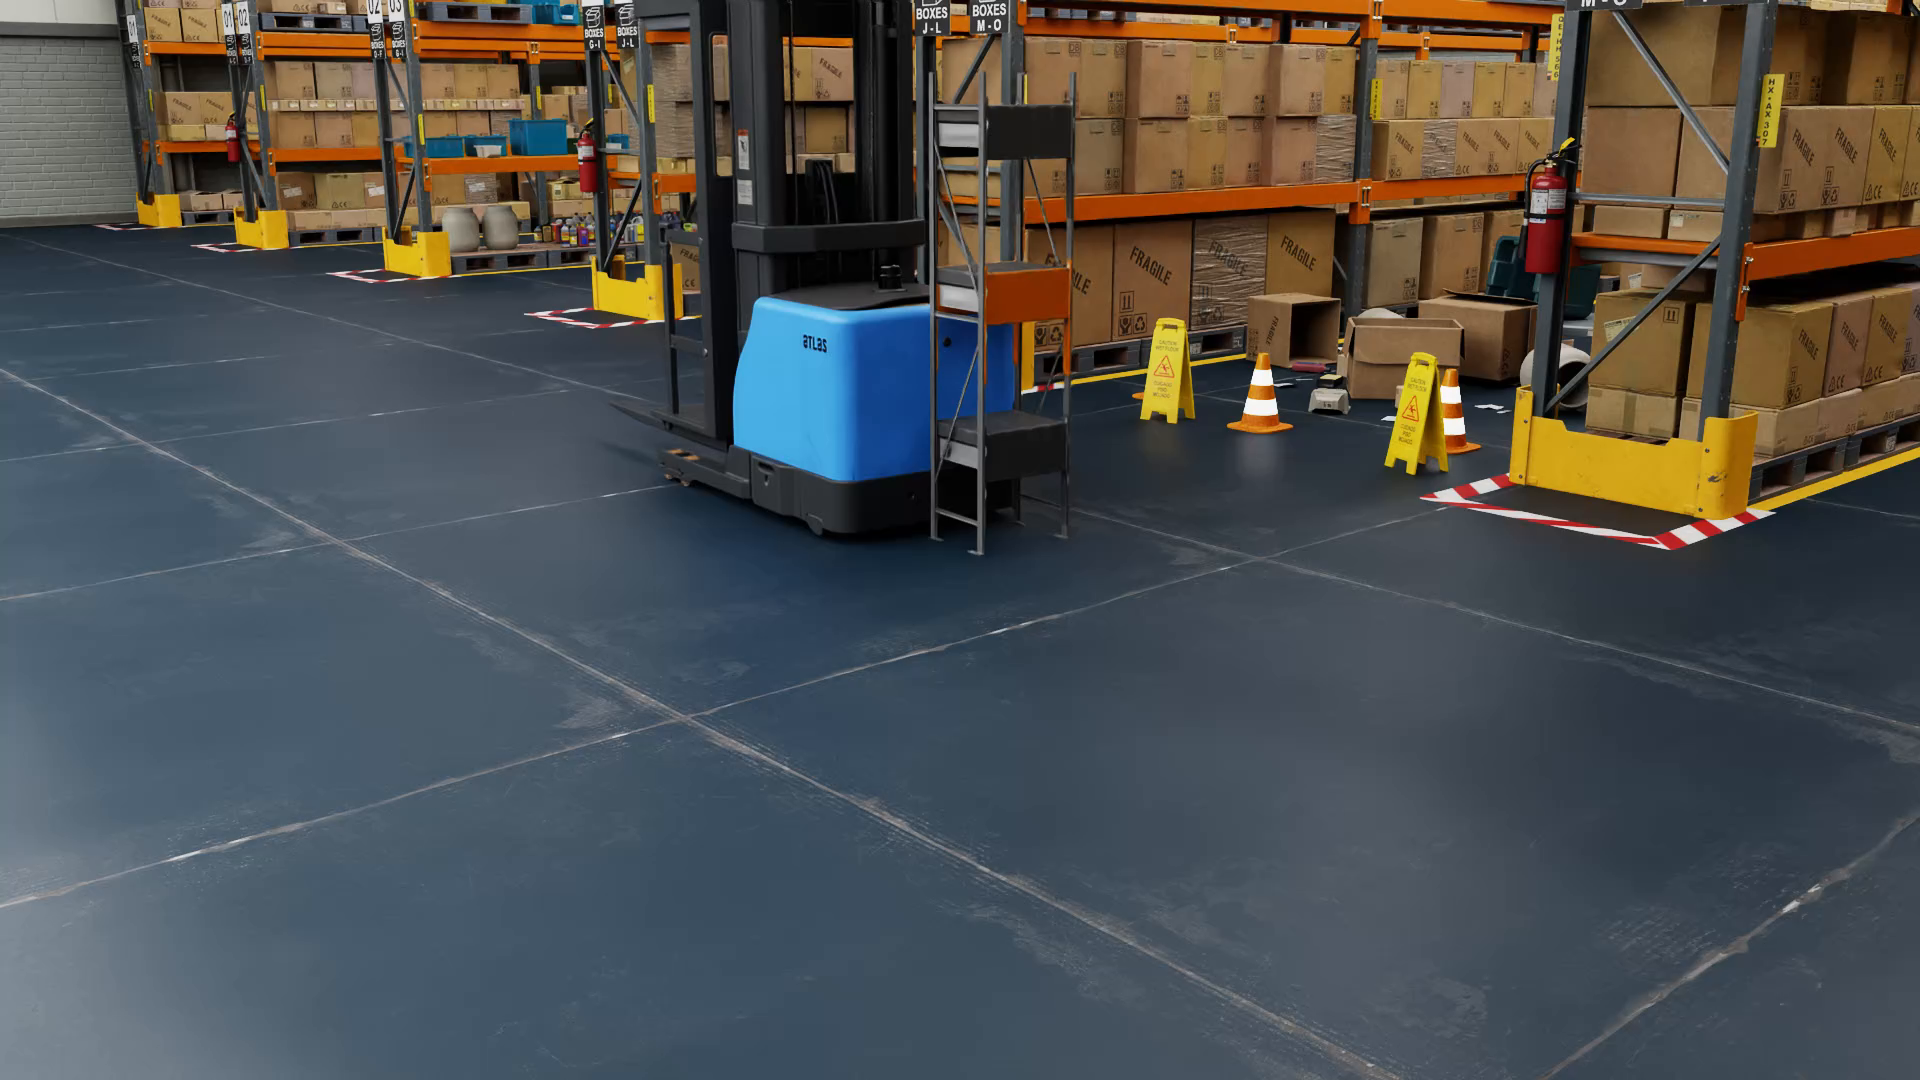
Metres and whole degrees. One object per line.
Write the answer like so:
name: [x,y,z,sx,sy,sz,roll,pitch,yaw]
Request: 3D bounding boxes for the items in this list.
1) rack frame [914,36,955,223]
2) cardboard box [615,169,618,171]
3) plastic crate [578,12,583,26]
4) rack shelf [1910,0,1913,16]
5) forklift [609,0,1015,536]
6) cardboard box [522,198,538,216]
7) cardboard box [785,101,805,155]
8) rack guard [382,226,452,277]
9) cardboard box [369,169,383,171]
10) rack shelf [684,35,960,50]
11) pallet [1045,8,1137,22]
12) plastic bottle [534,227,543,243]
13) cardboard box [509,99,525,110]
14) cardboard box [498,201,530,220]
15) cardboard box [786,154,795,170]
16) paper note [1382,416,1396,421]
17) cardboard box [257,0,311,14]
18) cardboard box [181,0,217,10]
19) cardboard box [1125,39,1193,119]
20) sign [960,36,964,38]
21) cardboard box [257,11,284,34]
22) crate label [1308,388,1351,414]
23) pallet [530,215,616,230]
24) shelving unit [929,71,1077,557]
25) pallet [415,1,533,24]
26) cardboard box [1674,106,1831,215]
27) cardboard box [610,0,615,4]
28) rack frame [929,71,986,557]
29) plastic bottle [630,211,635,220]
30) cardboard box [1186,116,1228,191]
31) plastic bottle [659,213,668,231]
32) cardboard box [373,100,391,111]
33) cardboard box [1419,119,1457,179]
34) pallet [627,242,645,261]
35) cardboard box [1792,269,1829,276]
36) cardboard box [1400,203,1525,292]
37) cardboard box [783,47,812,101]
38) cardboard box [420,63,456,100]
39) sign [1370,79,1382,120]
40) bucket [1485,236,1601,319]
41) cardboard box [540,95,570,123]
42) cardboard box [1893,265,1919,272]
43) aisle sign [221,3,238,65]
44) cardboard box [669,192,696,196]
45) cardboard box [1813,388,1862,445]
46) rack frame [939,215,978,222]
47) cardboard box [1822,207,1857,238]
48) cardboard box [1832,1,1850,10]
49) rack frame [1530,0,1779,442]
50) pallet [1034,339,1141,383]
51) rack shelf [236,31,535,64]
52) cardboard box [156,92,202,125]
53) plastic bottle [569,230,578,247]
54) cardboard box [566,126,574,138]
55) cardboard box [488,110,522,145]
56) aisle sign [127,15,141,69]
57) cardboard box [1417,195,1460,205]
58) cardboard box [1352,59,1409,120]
rack frame: [-0.342,-5.918,24.092,0.127,3.000,1.000,-13,19,-39]
cardboard box: [-6.204,-7.110,31.906,0.750,0.750,0.750,-13,20,-40]
plastic crate: [-4.728,-6.373,20.393,0.450,0.188,0.336,-13,19,-39]
rack shelf: [7.906,-3.787,11.697,4.000,0.370,1.077,-13,19,-39]
forklift: [-0.972,-1.762,8.666,1.130,2.935,3.031,-10,18,-34]
cardboard box: [-6.485,-5.206,25.942,0.500,0.250,0.500,-13,20,-40]
cardboard box: [-1.989,-4.062,16.376,0.500,0.500,0.875,-13,19,-39]
rack guard: [-6.350,-3.377,19.423,0.348,0.500,1.175,-13,19,-39]
cardboard box: [-8.294,-5.170,24.353,0.500,0.500,0.500,-13,19,-39]
rack shelf: [-1.851,-6.681,22.529,4.000,0.370,1.077,-13,19,-39]
pallet: [1.208,-5.894,18.556,1.003,0.211,1.213,-13,19,-39]
plastic bottle: [-5.279,-3.820,20.807,0.097,0.201,0.097,0,15,0]
cardboard box: [-6.673,-6.479,24.742,0.250,0.149,0.380,-13,20,-39]
cardboard box: [-6.814,-4.958,25.015,0.500,0.250,0.500,-13,19,-39]
cardboard box: [-1.815,-3.692,16.245,0.250,0.149,0.380,-13,19,-39]
paper note: [2.786,-0.782,10.619,0.148,0.019,0.142,8,17,28]
cardboard box: [-9.189,-7.394,22.519,0.637,0.503,0.797,-11,18,-36]
cardboard box: [-12.019,-8.574,26.056,0.500,0.500,0.500,-13,20,-40]
cardboard box: [1.226,-3.445,12.450,0.550,0.550,0.875,-13,19,-39]
sign: [0.025,-7.210,23.322,0.005,0.325,0.100,-13,19,-39]
cardboard box: [-11.256,-8.274,26.868,0.500,0.500,0.500,-11,19,-36]
crate label: [2.425,-0.914,10.905,0.250,0.136,0.298,5,16,18]
pallet: [-6.078,-4.990,26.023,1.213,0.211,1.003,-13,19,-39]
shelving unit: [0.185,-1.017,7.487,0.503,2.100,0.431,-11,18,-34]
pallet: [-5.688,-6.042,19.109,1.213,0.211,1.003,-13,19,-39]
cardboard box: [3.919,-1.887,8.233,0.500,0.500,0.500,-13,20,-40]
cardboard box: [-2.929,-5.106,15.532,0.500,0.250,0.500,-12,19,-38]
rack frame: [-0.013,-0.980,7.349,0.015,2.100,0.400,-11,18,-34]
plastic bottle: [-4.241,-4.117,21.631,0.185,0.351,0.144,-12,19,-38]
cardboard box: [1.583,-3.025,12.973,0.500,0.550,0.875,-13,19,-39]
plastic bottle: [-3.801,-3.975,21.100,0.185,0.351,0.144,-14,20,-42]
cardboard box: [-8.218,-6.132,23.444,0.250,0.149,0.380,-13,20,-40]
cardboard box: [4.025,-3.464,14.711,0.500,0.500,0.500,-12,19,-39]
pallet: [-3.893,-3.787,21.519,1.213,0.211,1.003,-13,19,-39]
cardboard box: [5.054,-1.706,10.130,0.250,0.149,0.380,-11,19,-36]
cardboard box: [4.914,-2.852,16.161,0.750,0.750,1.050,-12,19,-39]
cardboard box: [-1.774,-4.482,16.008,0.500,0.500,0.500,-13,19,-39]
cardboard box: [-7.697,-6.633,24.063,0.500,0.500,0.700,-13,20,-39]
sign: [3.437,-3.642,13.741,0.005,0.325,0.100,-13,19,-39]
bucket: [4.483,-1.974,12.726,0.620,0.611,0.726,5,12,-23]
cardboard box: [-7.597,-7.926,30.563,0.700,0.500,0.500,14,20,42]
cardboard box: [6.127,-1.431,10.356,0.500,0.500,0.500,-13,20,-40]
aisle sign: [-9.868,-6.829,22.468,0.004,0.787,0.394,-13,19,-39]
cardboard box: [-4.594,-5.717,26.768,0.500,0.311,0.500,-13,20,-40]
cardboard box: [4.560,-0.711,9.115,0.500,0.250,0.500,-12,19,-37]
rack frame: [-0.108,-4.276,17.945,0.127,3.000,1.000,-13,19,-39]
cardboard box: [4.428,-1.674,8.690,0.250,0.149,0.380,-12,19,-39]
cardboard box: [10.001,-6.139,19.398,0.500,0.250,0.500,-13,20,-40]
rack frame: [3.380,-1.669,8.186,0.127,3.000,1.000,-13,19,-39]
pallet: [0.606,-1.419,12.653,1.213,0.211,1.003,-13,19,-39]
rack shelf: [-8.117,-6.968,23.605,4.000,0.370,1.077,-13,19,-39]
cardboard box: [-12.323,-6.813,26.242,0.500,0.500,0.500,-13,19,-39]
plastic bottle: [-4.726,-3.687,20.311,0.097,0.201,0.097,0,15,0]
cardboard box: [-6.265,-6.224,25.531,0.500,0.250,0.500,-11,19,-36]
cardboard box: [-6.939,-6.177,24.869,0.500,0.500,0.700,-13,20,-41]
aisle sign: [-12.737,-7.677,25.639,0.004,0.787,0.394,-13,19,-39]
cardboard box: [6.477,-4.904,23.599,0.875,0.875,0.875,-13,19,-39]
cardboard box: [3.442,-3.910,14.443,0.500,0.500,0.700,-13,20,-40]
